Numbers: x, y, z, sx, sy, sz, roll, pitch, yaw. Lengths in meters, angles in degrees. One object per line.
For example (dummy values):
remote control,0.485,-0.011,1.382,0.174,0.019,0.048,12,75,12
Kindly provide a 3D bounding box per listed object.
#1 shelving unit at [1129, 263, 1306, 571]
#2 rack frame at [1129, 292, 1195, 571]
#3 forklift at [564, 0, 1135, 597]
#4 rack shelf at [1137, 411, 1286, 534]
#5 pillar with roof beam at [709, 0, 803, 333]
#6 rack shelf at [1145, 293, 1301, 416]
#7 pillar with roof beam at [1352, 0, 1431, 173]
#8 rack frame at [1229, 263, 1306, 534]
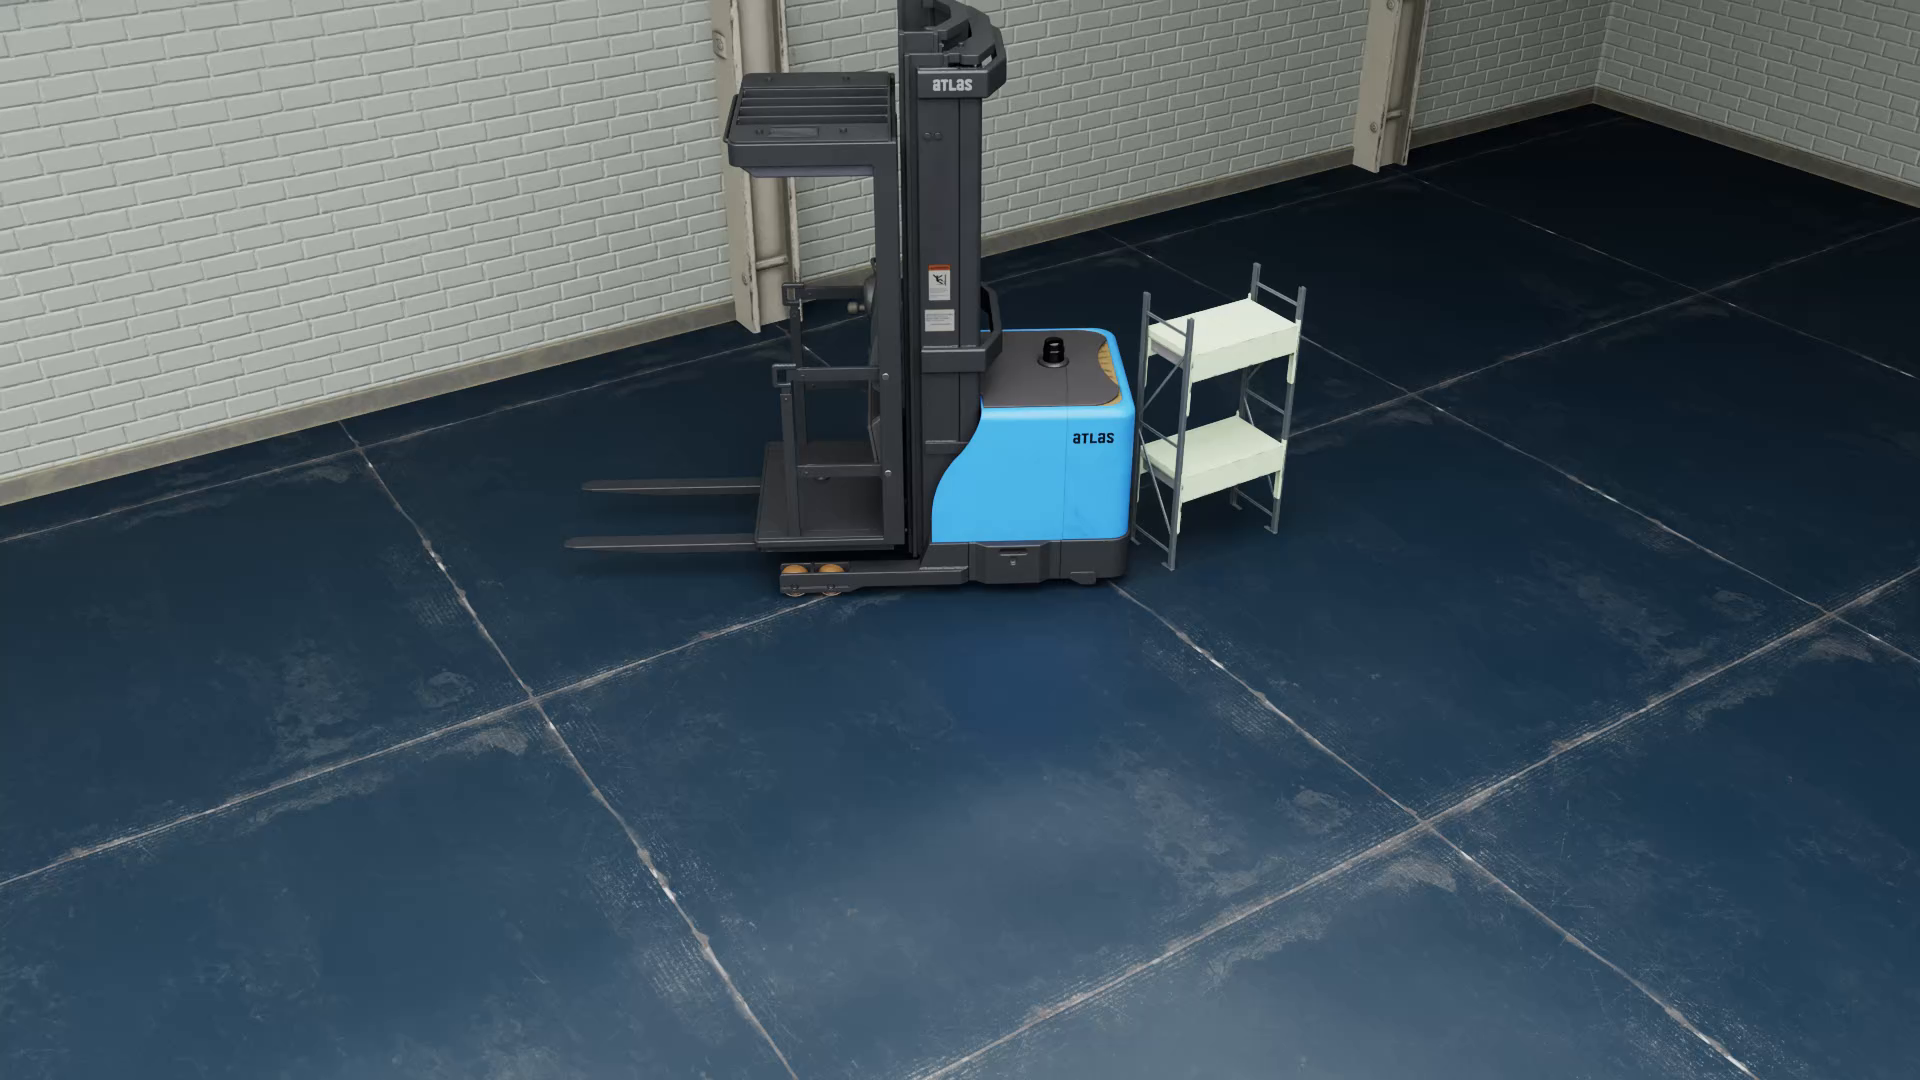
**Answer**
shelving unit,1.373,-0.658,9.009,0.755,1.500,0.431,-18,36,-26
rack frame,1.060,-0.556,8.848,0.023,1.500,0.400,-18,36,-26
forklift,-0.622,-1.226,8.568,3.031,2.935,1.130,-1,32,-2
rack shelf,1.373,-0.382,9.183,0.720,0.370,0.431,-18,36,-26
pillar with roof beam,0.968,-3.451,6.408,0.400,9.000,9.100,-19,37,-27
rack shelf,1.373,-0.988,8.801,0.720,0.370,0.431,-18,36,-26
pillar with roof beam,6.011,-5.185,9.157,0.400,9.000,9.100,-19,37,-27
rack frame,1.685,-0.760,9.170,0.023,1.500,0.400,-18,36,-26
